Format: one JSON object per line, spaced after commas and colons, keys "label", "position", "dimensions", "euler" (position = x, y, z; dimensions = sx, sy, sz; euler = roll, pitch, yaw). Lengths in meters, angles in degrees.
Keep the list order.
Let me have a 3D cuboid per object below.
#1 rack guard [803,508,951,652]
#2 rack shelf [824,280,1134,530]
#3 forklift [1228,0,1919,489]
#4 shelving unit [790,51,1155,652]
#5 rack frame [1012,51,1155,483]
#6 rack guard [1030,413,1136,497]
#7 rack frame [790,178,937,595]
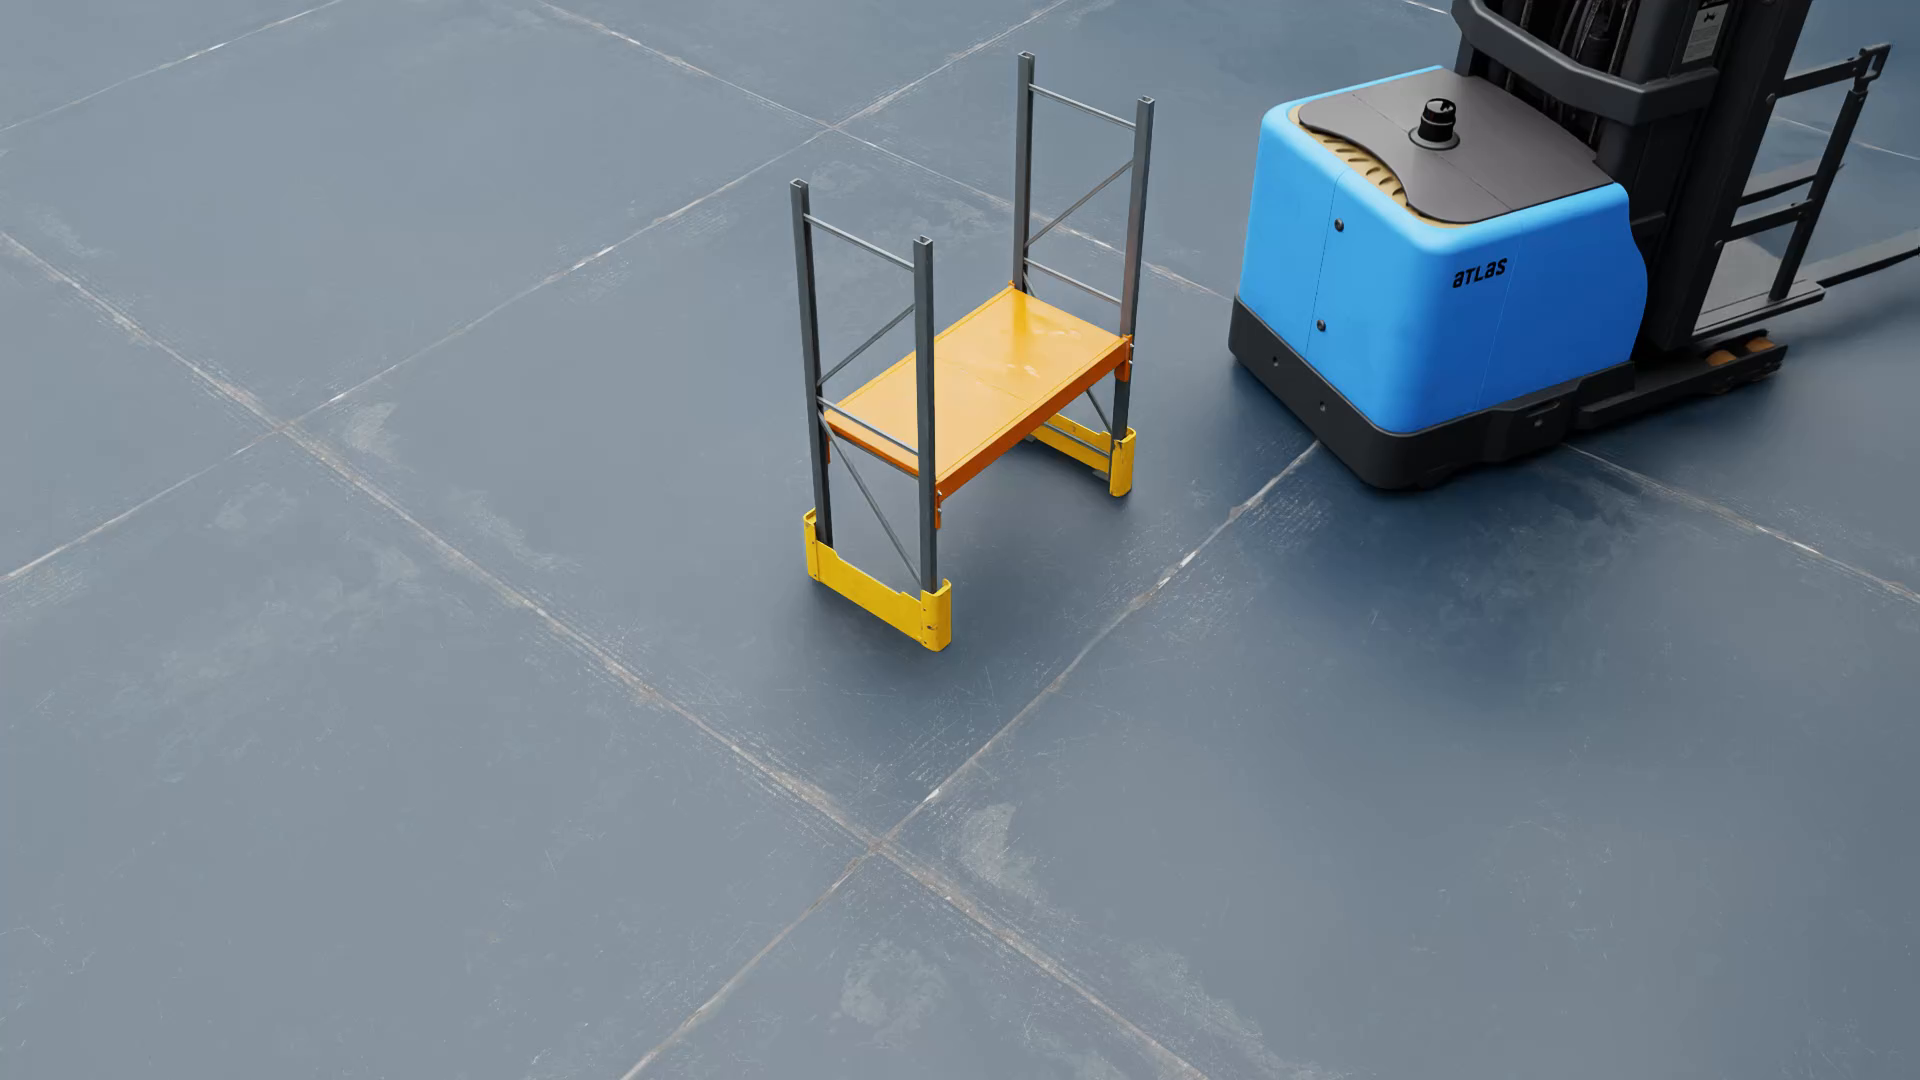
{"label": "rack guard", "position": [-0.271, 0.125, 5.427], "dimensions": [0.587, 0.250, 0.087], "euler": [29, 50, 28]}
{"label": "rack shelf", "position": [0.055, -0.466, 5.415], "dimensions": [0.538, 0.185, 1.000], "euler": [29, 50, 28]}
{"label": "forklift", "position": [2.600, -1.945, 5.710], "dimensions": [3.031, 2.935, 1.130], "euler": [-18, 45, -19]}
{"label": "shelving unit", "position": [0.049, -0.594, 5.289], "dimensions": [0.587, 1.500, 1.083], "euler": [29, 50, 28]}
{"label": "rack frame", "position": [0.382, -0.861, 5.582], "dimensions": [0.500, 1.500, 0.032], "euler": [29, 50, 28]}
{"label": "rack guard", "position": [0.370, -0.388, 5.991], "dimensions": [0.587, 0.250, 0.087], "euler": [29, 50, 28]}
{"label": "rack frame", "position": [-0.272, -0.337, 5.006], "dimensions": [0.500, 1.500, 0.032], "euler": [29, 50, 28]}
